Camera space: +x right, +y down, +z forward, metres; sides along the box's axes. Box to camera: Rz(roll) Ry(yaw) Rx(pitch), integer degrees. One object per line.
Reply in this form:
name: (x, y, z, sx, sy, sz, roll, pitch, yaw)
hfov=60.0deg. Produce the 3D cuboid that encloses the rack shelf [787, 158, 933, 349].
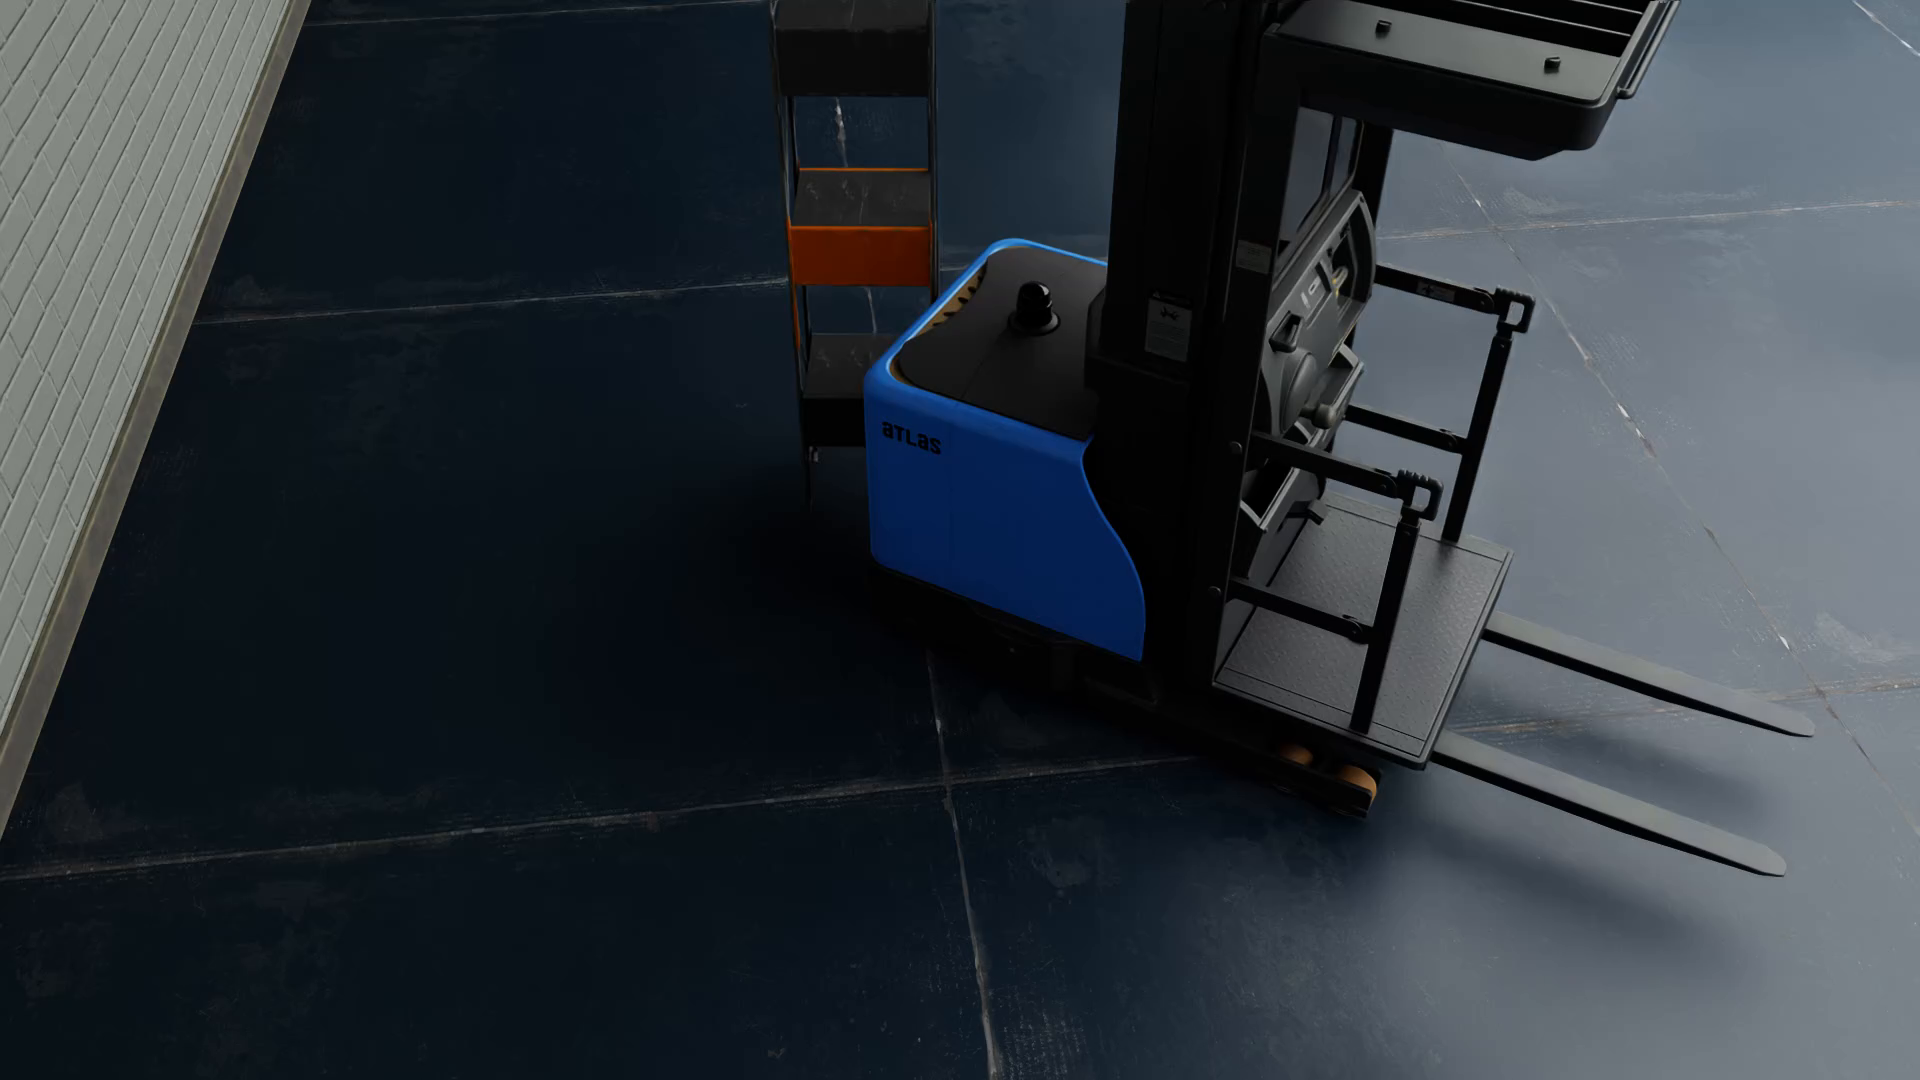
rack shelf: (-0.331, -0.998, 5.810, 0.480, 0.518, 0.431, 0, 42, 0)

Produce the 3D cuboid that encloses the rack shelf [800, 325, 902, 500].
rack shelf: (-0.331, -0.479, 6.278, 0.480, 0.518, 0.431, 0, 42, 0)

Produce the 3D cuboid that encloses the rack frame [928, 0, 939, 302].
rack frame: (-0.087, -1.007, 5.799, 0.015, 2.100, 0.400, 0, 42, 0)

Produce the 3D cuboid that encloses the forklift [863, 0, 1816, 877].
forklift: (1.221, -0.622, 4.751, 3.031, 2.935, 1.130, 20, 46, 21)

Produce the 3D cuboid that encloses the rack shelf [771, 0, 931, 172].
rack shelf: (-0.331, -1.518, 5.341, 0.480, 0.518, 0.431, 0, 42, 0)

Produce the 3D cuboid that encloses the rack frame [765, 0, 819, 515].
rack frame: (-0.575, -1.010, 5.802, 0.015, 2.100, 0.400, 0, 42, 0)

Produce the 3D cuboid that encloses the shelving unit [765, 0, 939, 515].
shelving unit: (-0.331, -1.009, 5.800, 0.503, 2.100, 0.431, 0, 42, 0)
